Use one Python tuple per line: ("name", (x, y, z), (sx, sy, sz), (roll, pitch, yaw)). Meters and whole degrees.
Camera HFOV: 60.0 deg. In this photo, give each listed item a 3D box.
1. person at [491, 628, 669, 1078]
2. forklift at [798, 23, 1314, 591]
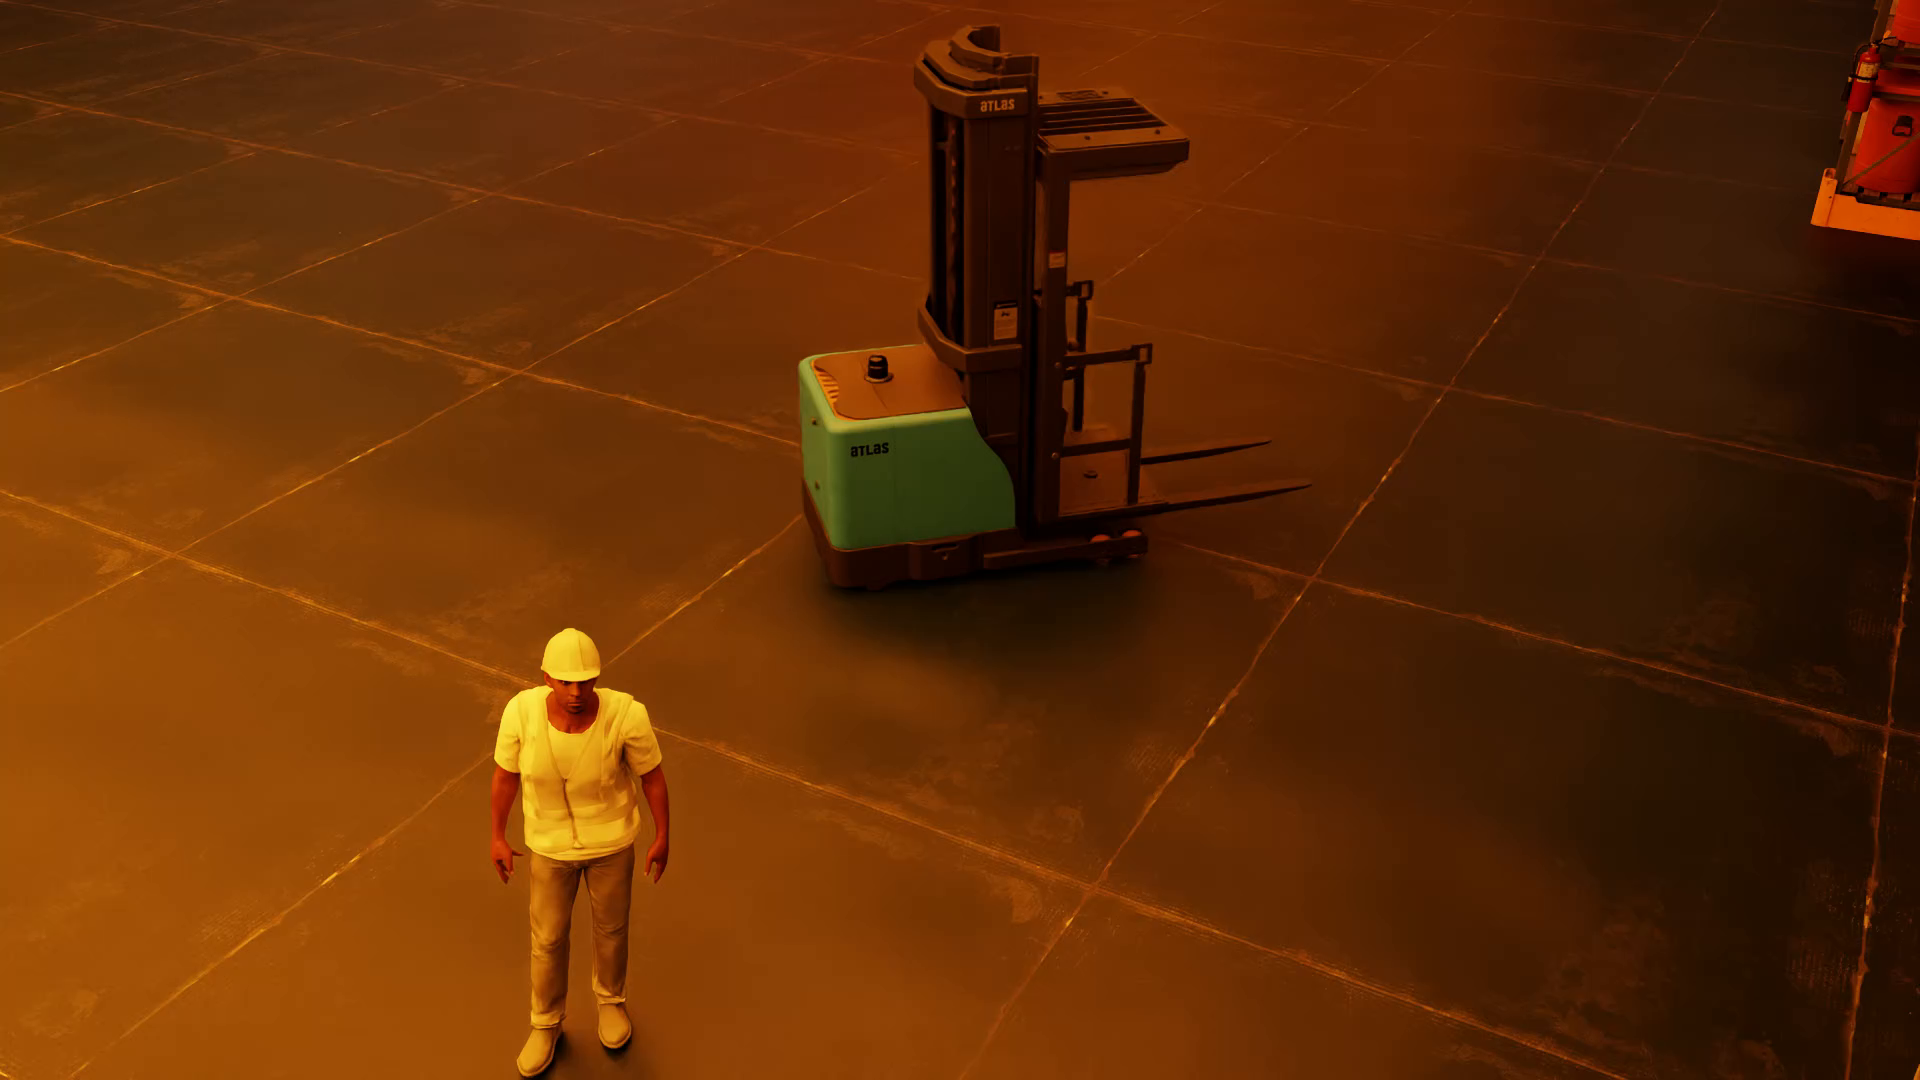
("person", (-1.418, 1.162, 6.209), (0.665, 1.767, 0.576), (-3, 30, -5))
("forklift", (0.614, -1.379, 9.461), (3.031, 2.935, 1.130), (-8, 31, -13))
